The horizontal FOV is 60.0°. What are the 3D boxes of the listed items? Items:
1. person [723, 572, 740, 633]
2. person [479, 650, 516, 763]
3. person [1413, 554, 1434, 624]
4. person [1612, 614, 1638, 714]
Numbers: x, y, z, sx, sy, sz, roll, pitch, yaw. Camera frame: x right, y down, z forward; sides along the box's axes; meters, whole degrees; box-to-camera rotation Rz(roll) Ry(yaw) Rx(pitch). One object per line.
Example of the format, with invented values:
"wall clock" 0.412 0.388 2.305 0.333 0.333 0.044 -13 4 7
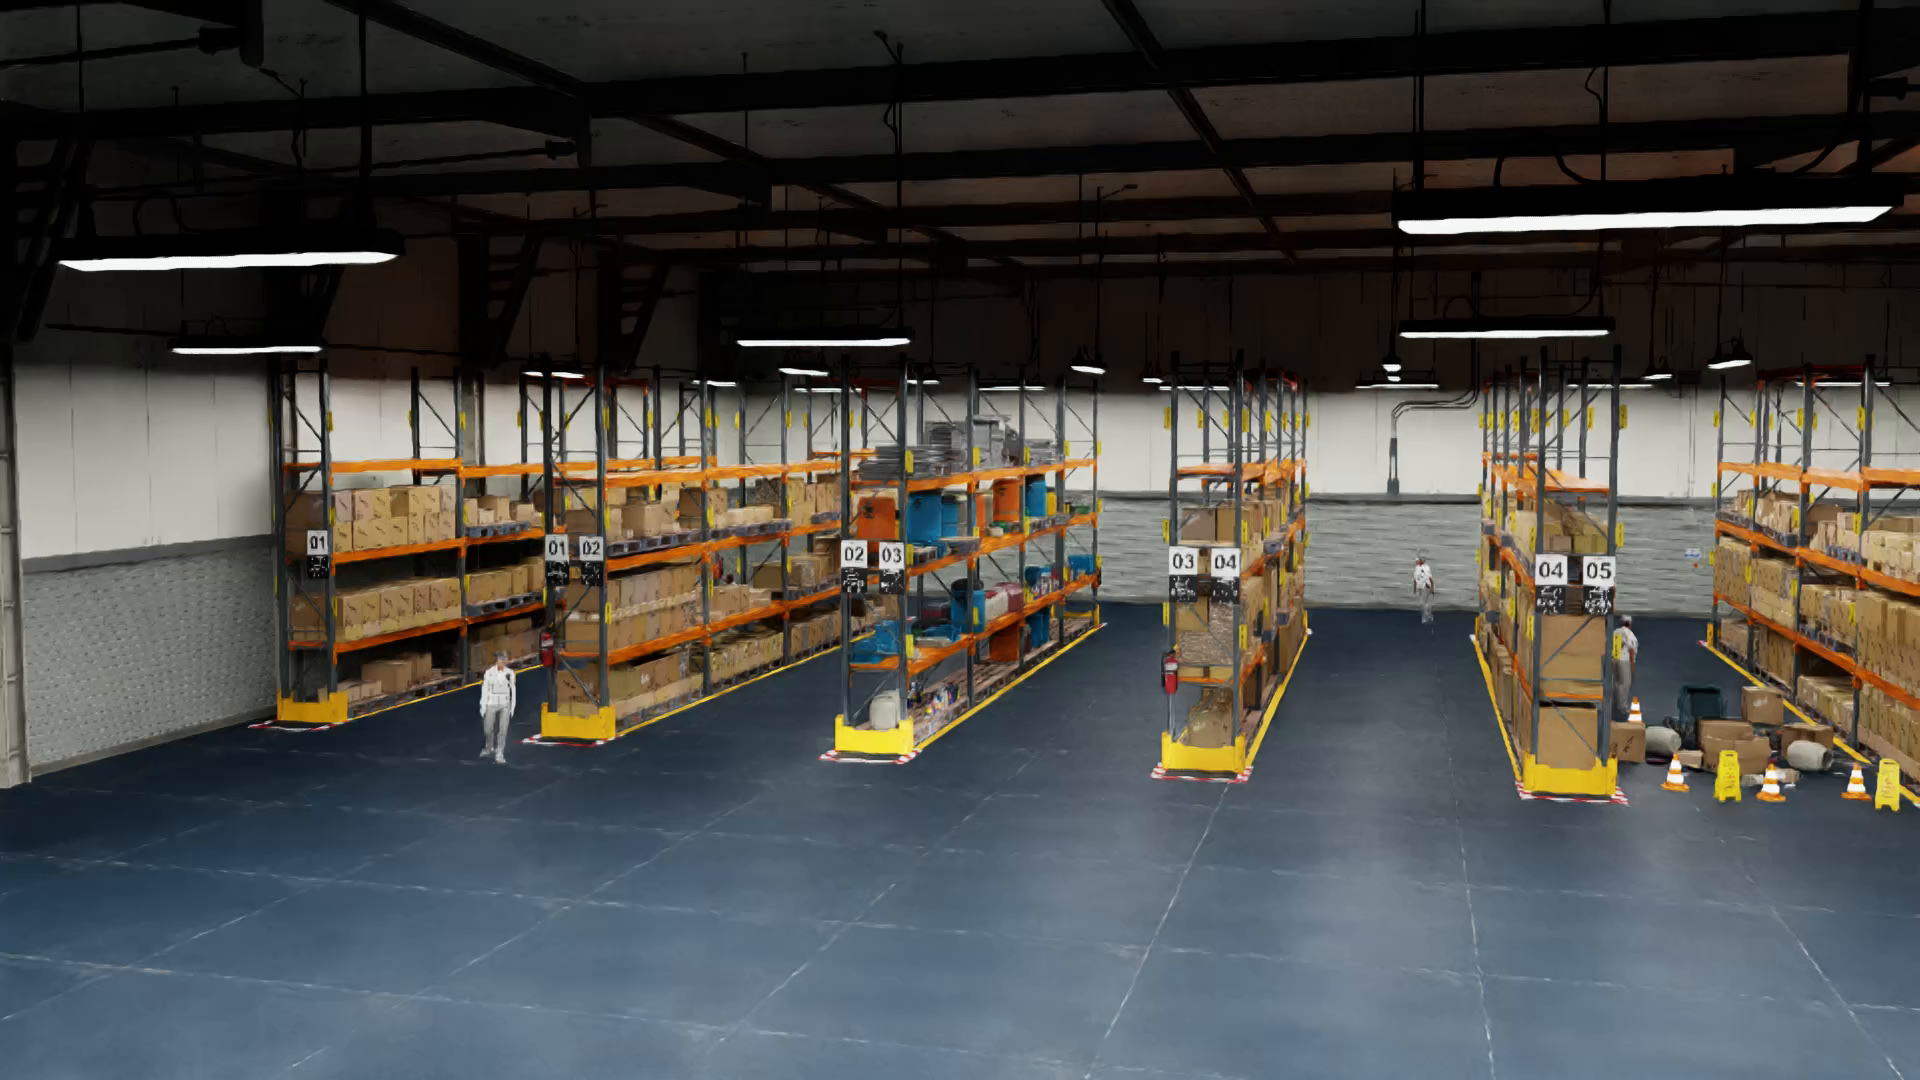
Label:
"person" -5.273 1.489 38.126 0.417 1.517 1.036 1 4 17
"person" -6.784 2.420 24.395 0.535 1.668 0.527 -2 4 -21
"person" 11.537 1.215 41.284 0.519 1.708 0.560 -2 4 -22
"person" 11.410 2.108 28.522 0.463 1.673 0.579 -1 4 -15
